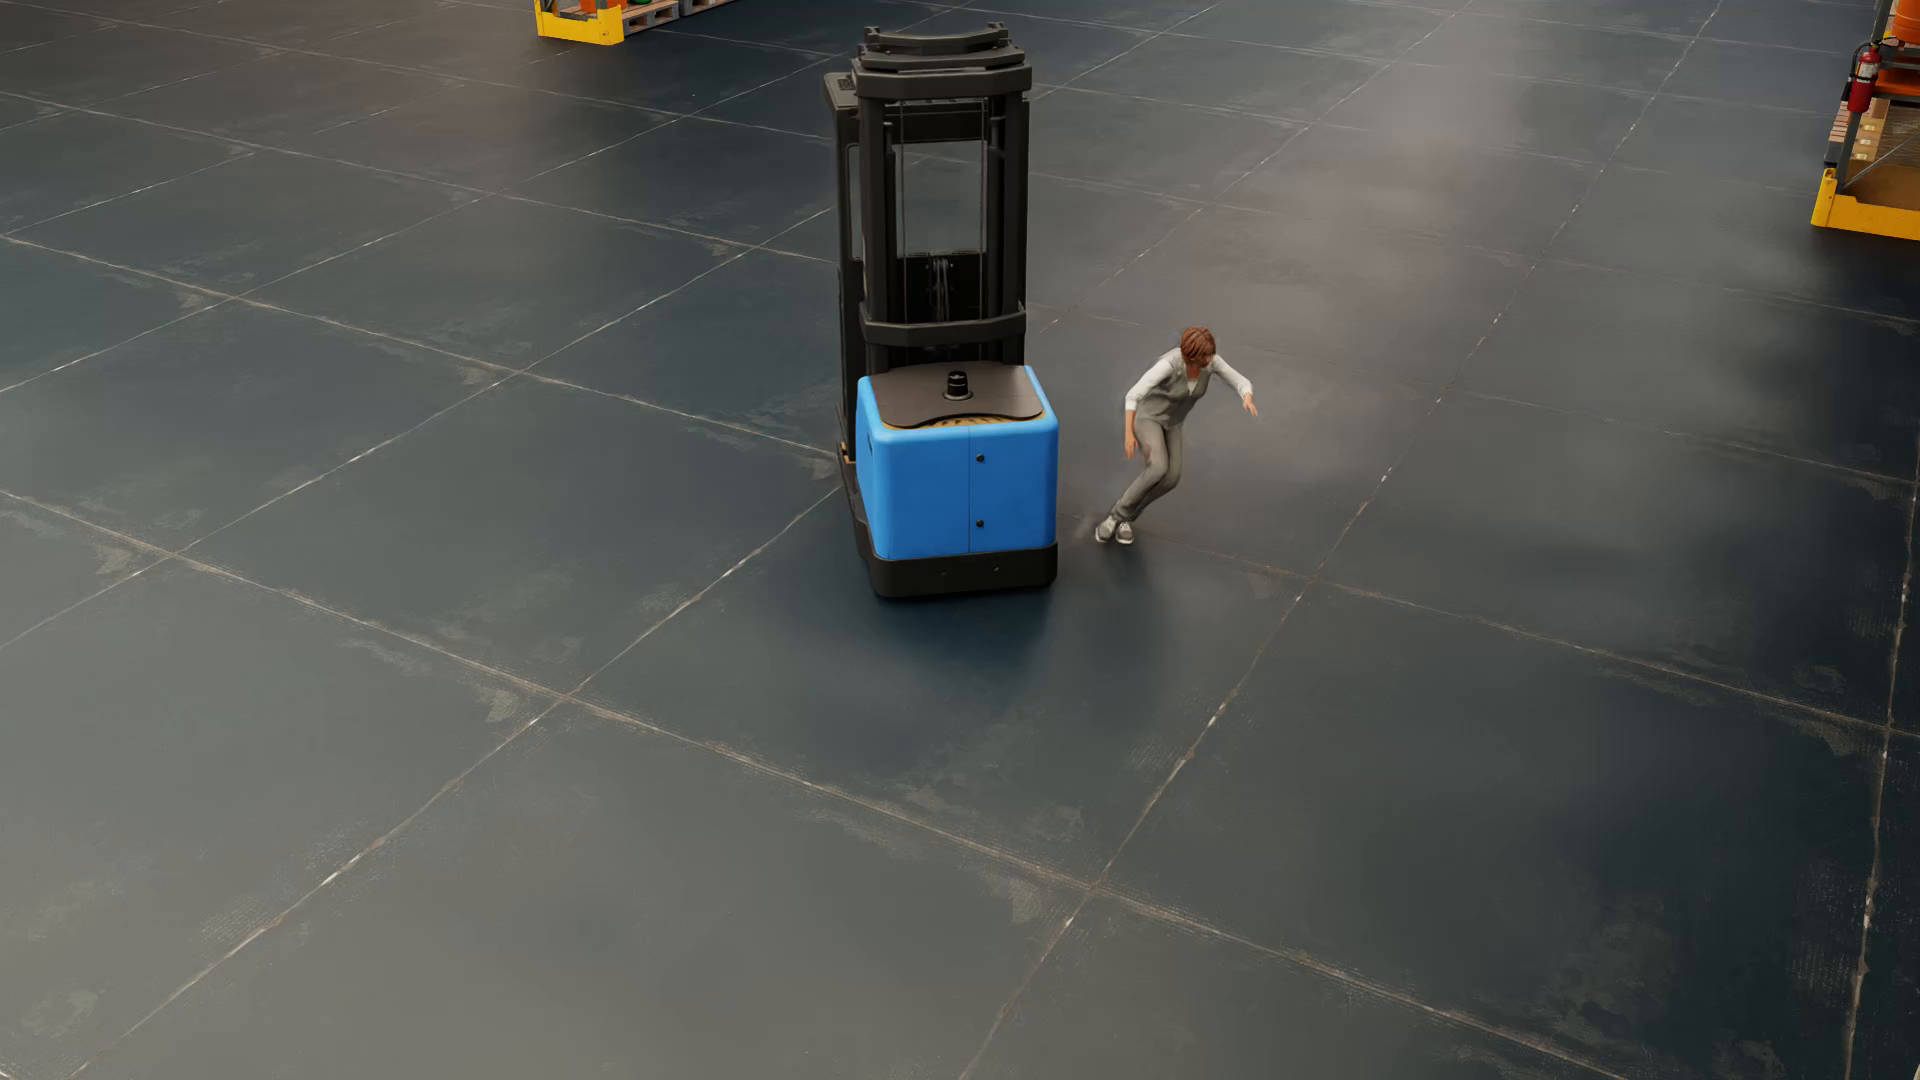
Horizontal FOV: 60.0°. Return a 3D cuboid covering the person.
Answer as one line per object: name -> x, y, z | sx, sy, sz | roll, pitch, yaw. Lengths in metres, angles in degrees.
person -> 1.236, -0.578, 9.658 | 0.915, 1.368, 0.837 | -19, 35, -30

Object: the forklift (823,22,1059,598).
forklift -> -0.196, -1.666, 9.958 | 1.130, 2.935, 3.031 | -5, 30, -8
